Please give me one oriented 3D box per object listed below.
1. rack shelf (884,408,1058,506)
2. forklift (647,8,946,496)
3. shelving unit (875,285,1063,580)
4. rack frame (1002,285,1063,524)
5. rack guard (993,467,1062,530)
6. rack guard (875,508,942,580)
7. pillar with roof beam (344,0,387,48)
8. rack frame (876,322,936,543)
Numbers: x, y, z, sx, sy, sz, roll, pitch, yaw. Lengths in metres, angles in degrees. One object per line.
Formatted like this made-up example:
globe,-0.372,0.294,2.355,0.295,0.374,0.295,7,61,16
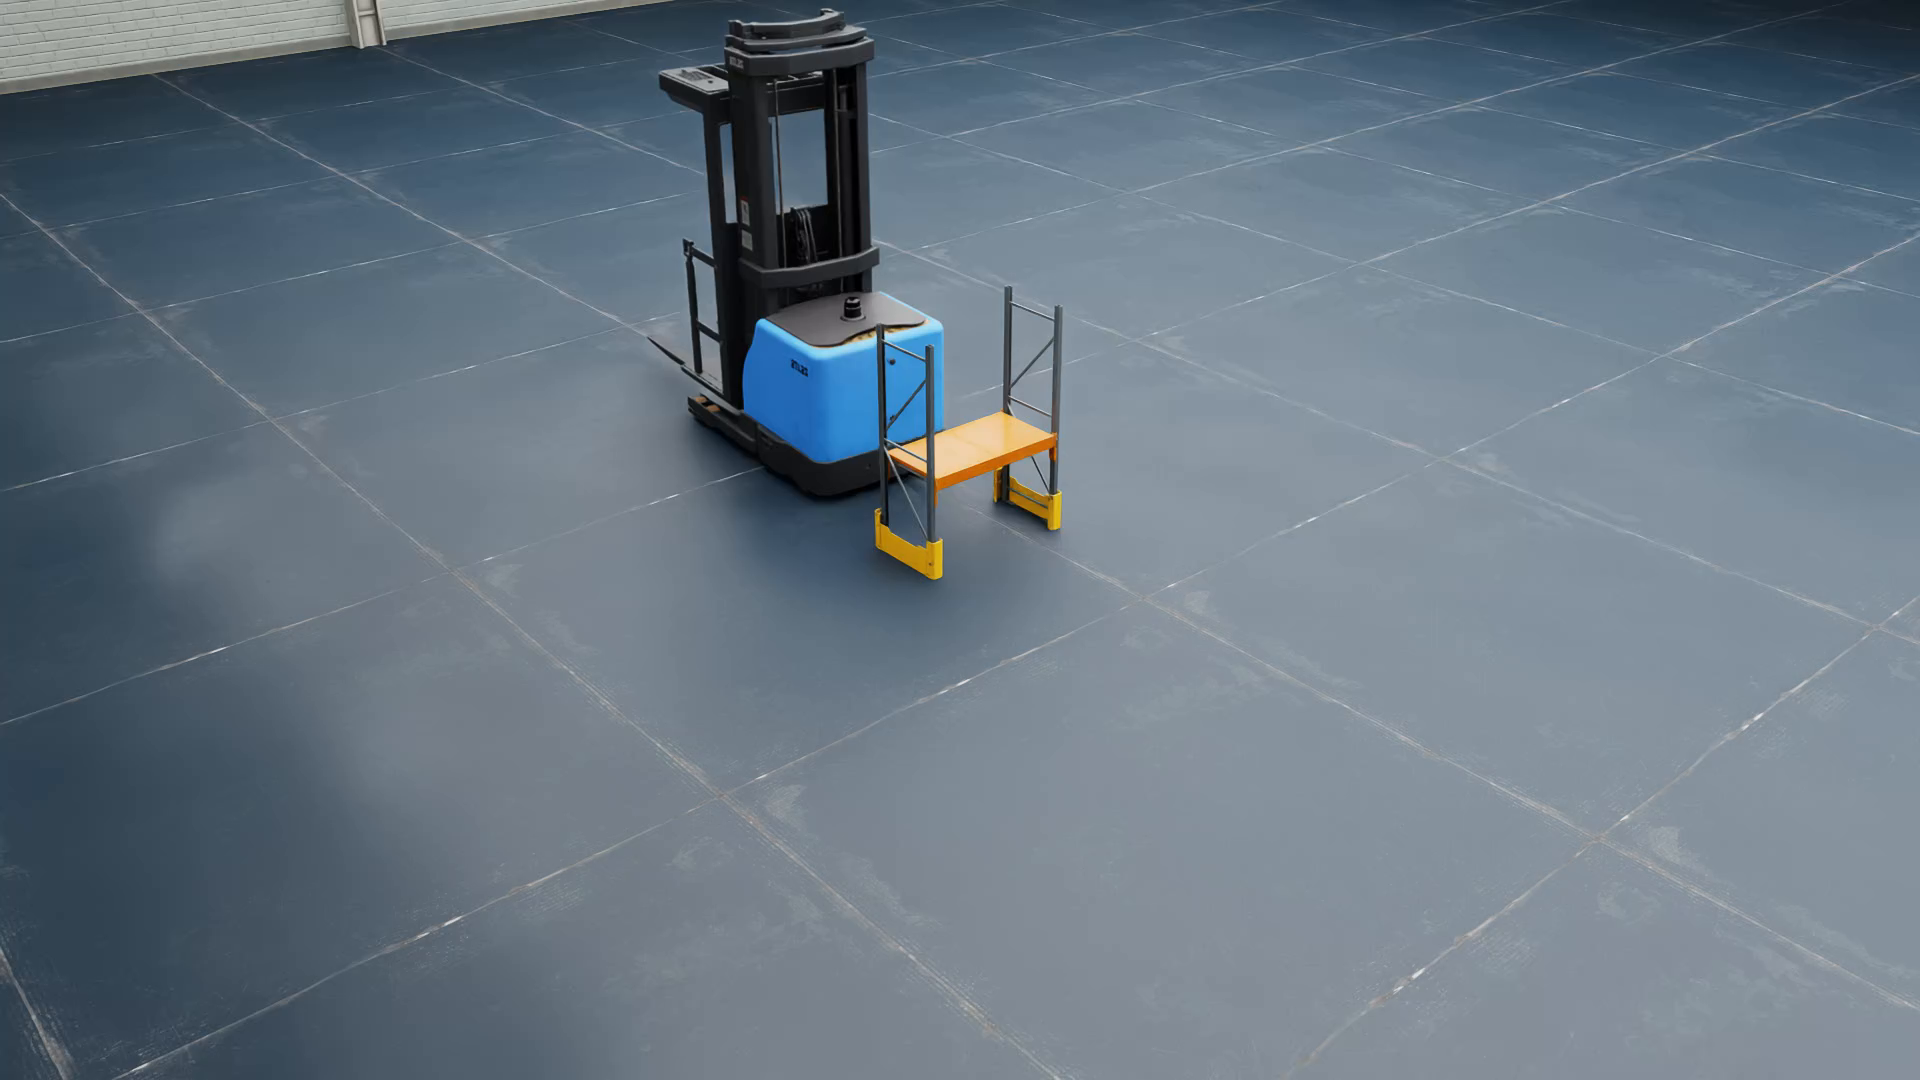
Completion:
rack shelf,0.065,-0.529,10.388,1.000,0.185,0.538,-22,35,-35
forklift,-1.348,-2.227,11.666,1.130,2.935,3.031,-18,33,-30
shelving unit,0.058,-0.685,10.298,1.083,1.500,0.587,-22,35,-35
rack frame,0.452,-0.843,10.595,0.032,1.500,0.500,-22,35,-35
rack guard,0.437,-0.286,10.878,0.087,0.250,0.587,-22,35,-35
rack guard,-0.321,0.019,10.308,0.087,0.250,0.587,-22,35,-35
pillar with roof beam,-5.718,-9.558,18.946,0.400,9.000,9.100,-22,35,-35
rack frame,-0.322,-0.532,10.013,0.032,1.500,0.500,-22,35,-35
